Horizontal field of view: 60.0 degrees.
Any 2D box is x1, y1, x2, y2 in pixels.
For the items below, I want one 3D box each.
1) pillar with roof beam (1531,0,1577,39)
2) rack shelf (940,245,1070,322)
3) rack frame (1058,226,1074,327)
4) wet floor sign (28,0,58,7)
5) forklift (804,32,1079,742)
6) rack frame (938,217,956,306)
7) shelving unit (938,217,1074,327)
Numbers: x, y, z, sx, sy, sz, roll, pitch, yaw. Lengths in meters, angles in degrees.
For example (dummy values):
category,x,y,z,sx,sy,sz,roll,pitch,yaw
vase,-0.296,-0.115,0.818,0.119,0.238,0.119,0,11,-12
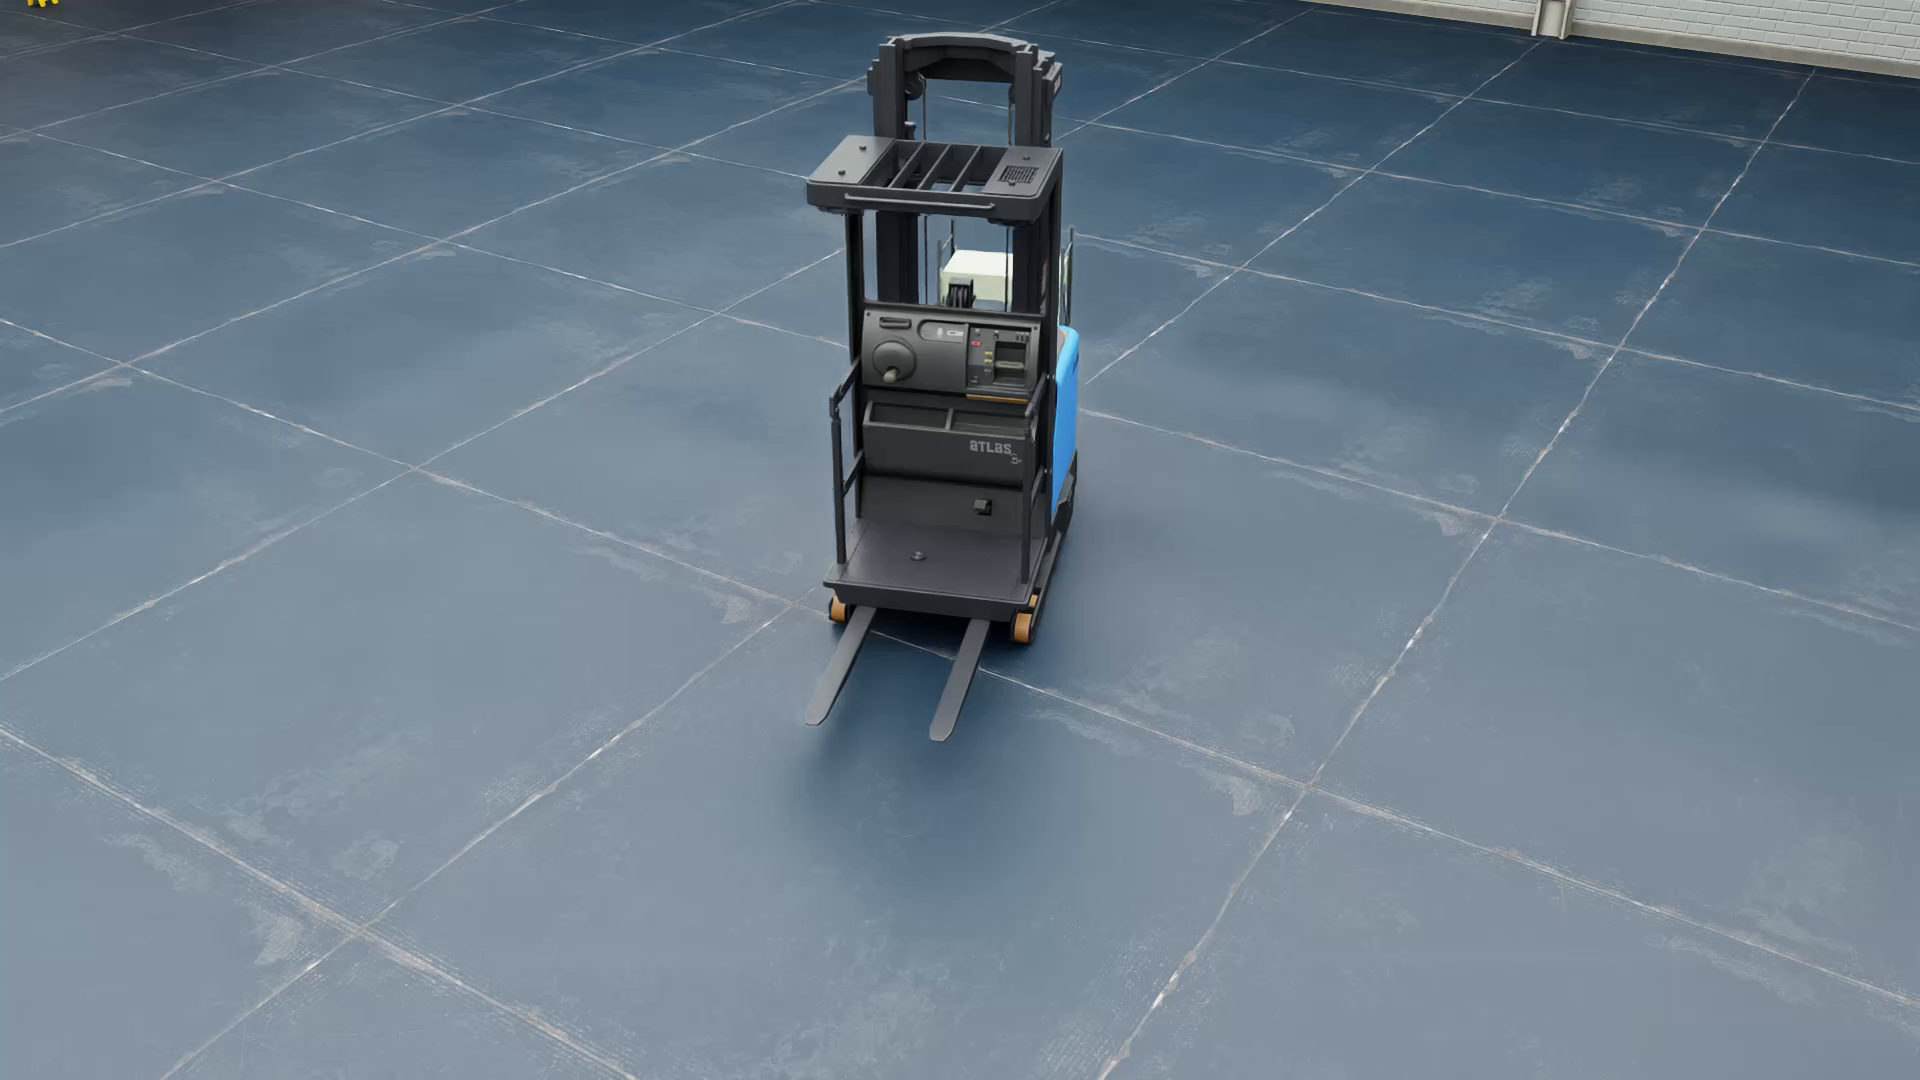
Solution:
category,x,y,z,sx,sy,sz,roll,pitch,yaw
pillar with roof beam,4.943,-8.238,14.941,0.400,9.000,9.100,18,35,27
rack shelf,0.277,-1.522,10.087,0.720,0.370,0.431,6,30,10
rack frame,0.633,-1.142,10.210,0.023,1.500,0.400,6,30,10
wet floor sign,-12.008,-7.297,21.617,0.232,0.644,0.267,12,32,19
forklift,-0.091,-0.921,8.420,1.130,2.935,3.031,6,31,10
rack frame,-0.082,-1.220,10.343,0.023,1.500,0.400,6,30,10
shelving unit,0.276,-1.181,10.277,0.755,1.500,0.431,6,30,10
